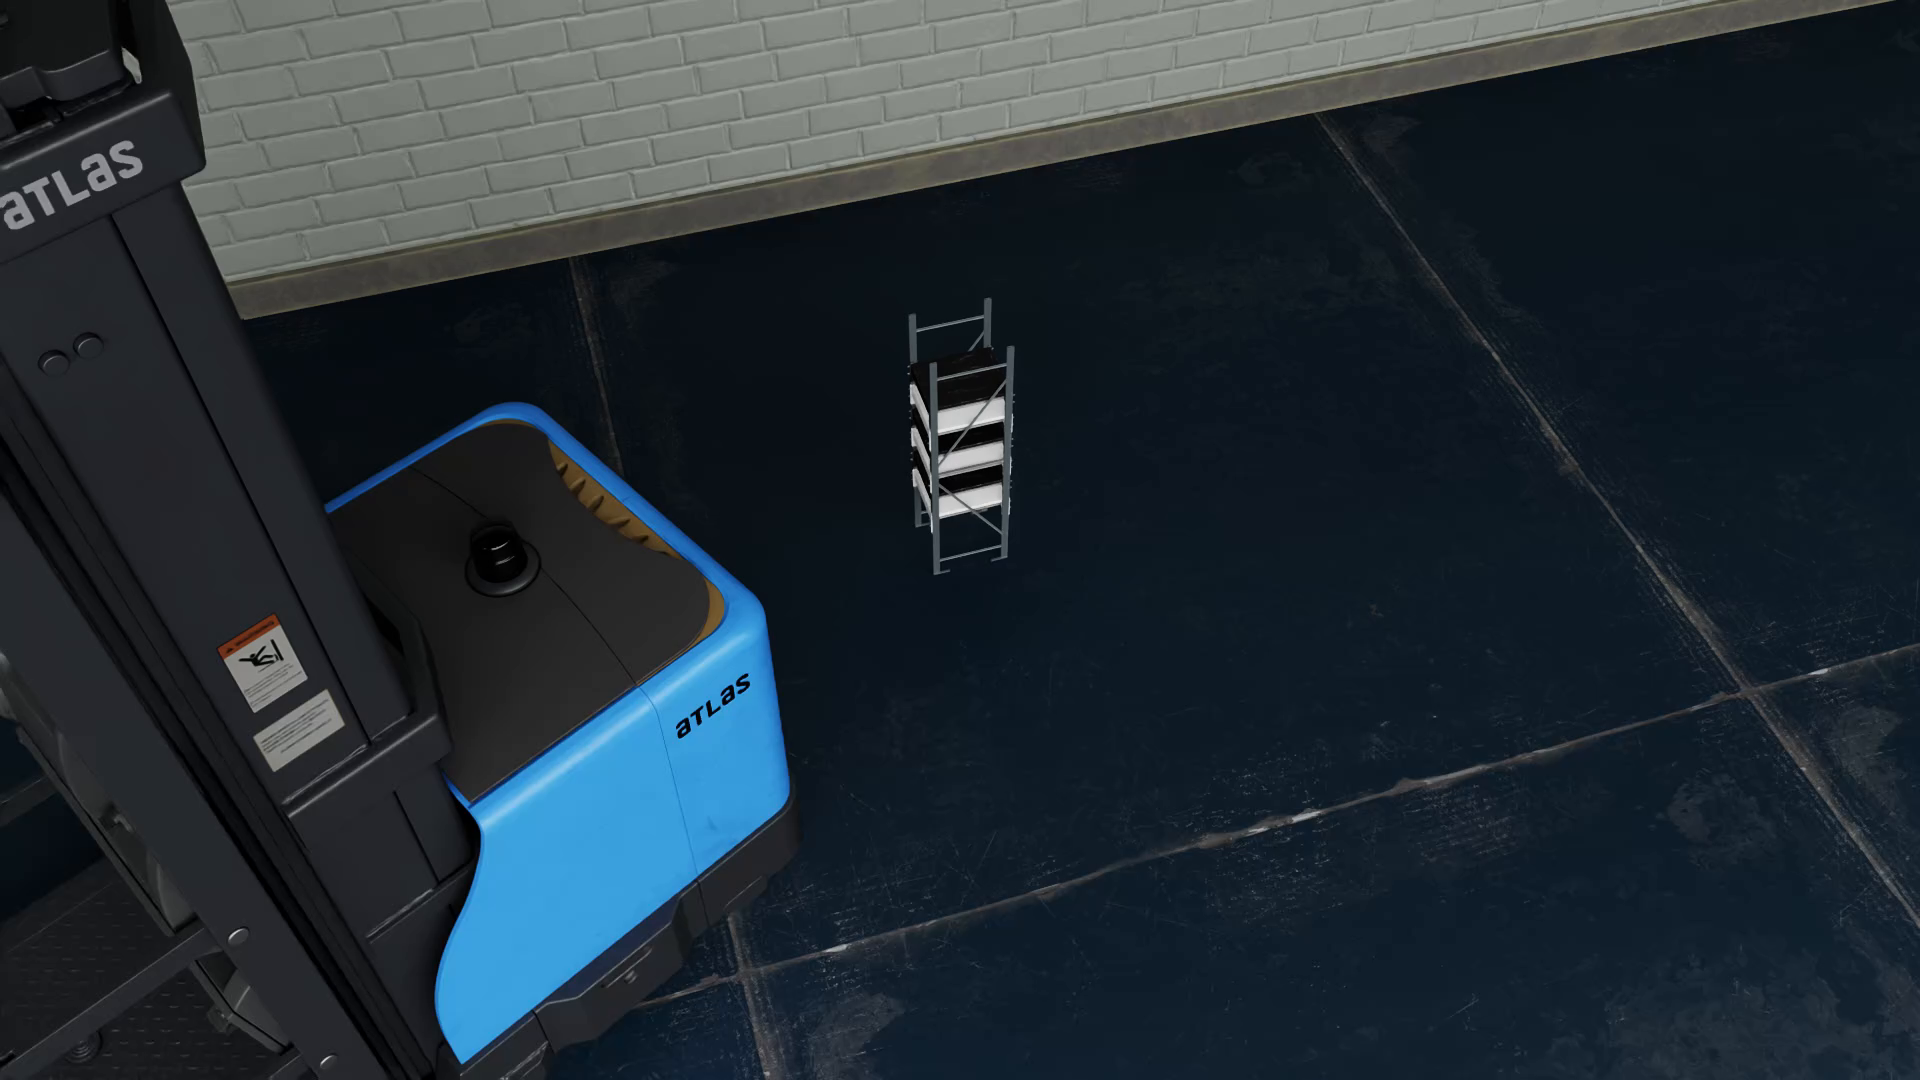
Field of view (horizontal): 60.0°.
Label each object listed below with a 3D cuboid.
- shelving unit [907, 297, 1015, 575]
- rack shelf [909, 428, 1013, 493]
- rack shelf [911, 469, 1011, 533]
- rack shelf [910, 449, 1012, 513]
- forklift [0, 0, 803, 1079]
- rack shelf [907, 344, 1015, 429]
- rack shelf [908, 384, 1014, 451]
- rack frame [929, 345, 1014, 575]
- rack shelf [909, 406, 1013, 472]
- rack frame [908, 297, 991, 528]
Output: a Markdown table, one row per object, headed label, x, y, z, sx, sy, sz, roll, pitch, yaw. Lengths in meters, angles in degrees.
| label | x | y | z | sx | sy | sz | roll | pitch | yaw |
| --- | --- | --- | --- | --- | --- | --- | --- | --- | --- |
| shelving unit | 0.002 | -0.284 | 4.901 | 0.258 | 0.900 | 0.210 | -13 | 51 | -11 |
| rack shelf | 0.002 | -0.263 | 4.926 | 0.258 | 0.077 | 0.200 | -13 | 51 | -11 |
| rack shelf | 0.002 | -0.147 | 5.064 | 0.258 | 0.077 | 0.200 | -13 | 51 | -11 |
| rack shelf | 0.002 | -0.205 | 4.995 | 0.258 | 0.077 | 0.200 | -13 | 51 | -11 |
| forklift | -1.827 | 0.428 | 2.972 | 3.031 | 2.935 | 1.130 | -37 | 59 | -27 |
| rack shelf | 0.002 | -0.437 | 4.720 | 0.258 | 0.077 | 0.200 | -13 | 51 | -11 |
| rack shelf | 0.002 | -0.379 | 4.789 | 0.258 | 0.077 | 0.200 | -13 | 51 | -11 |
| rack frame | 0.032 | -0.210 | 4.838 | 0.240 | 0.900 | 0.006 | -13 | 51 | -11 |
| rack shelf | 0.002 | -0.321 | 4.858 | 0.258 | 0.077 | 0.200 | -13 | 51 | -11 |
| rack frame | -0.028 | -0.358 | 4.964 | 0.240 | 0.900 | 0.006 | -13 | 51 | -11 |
